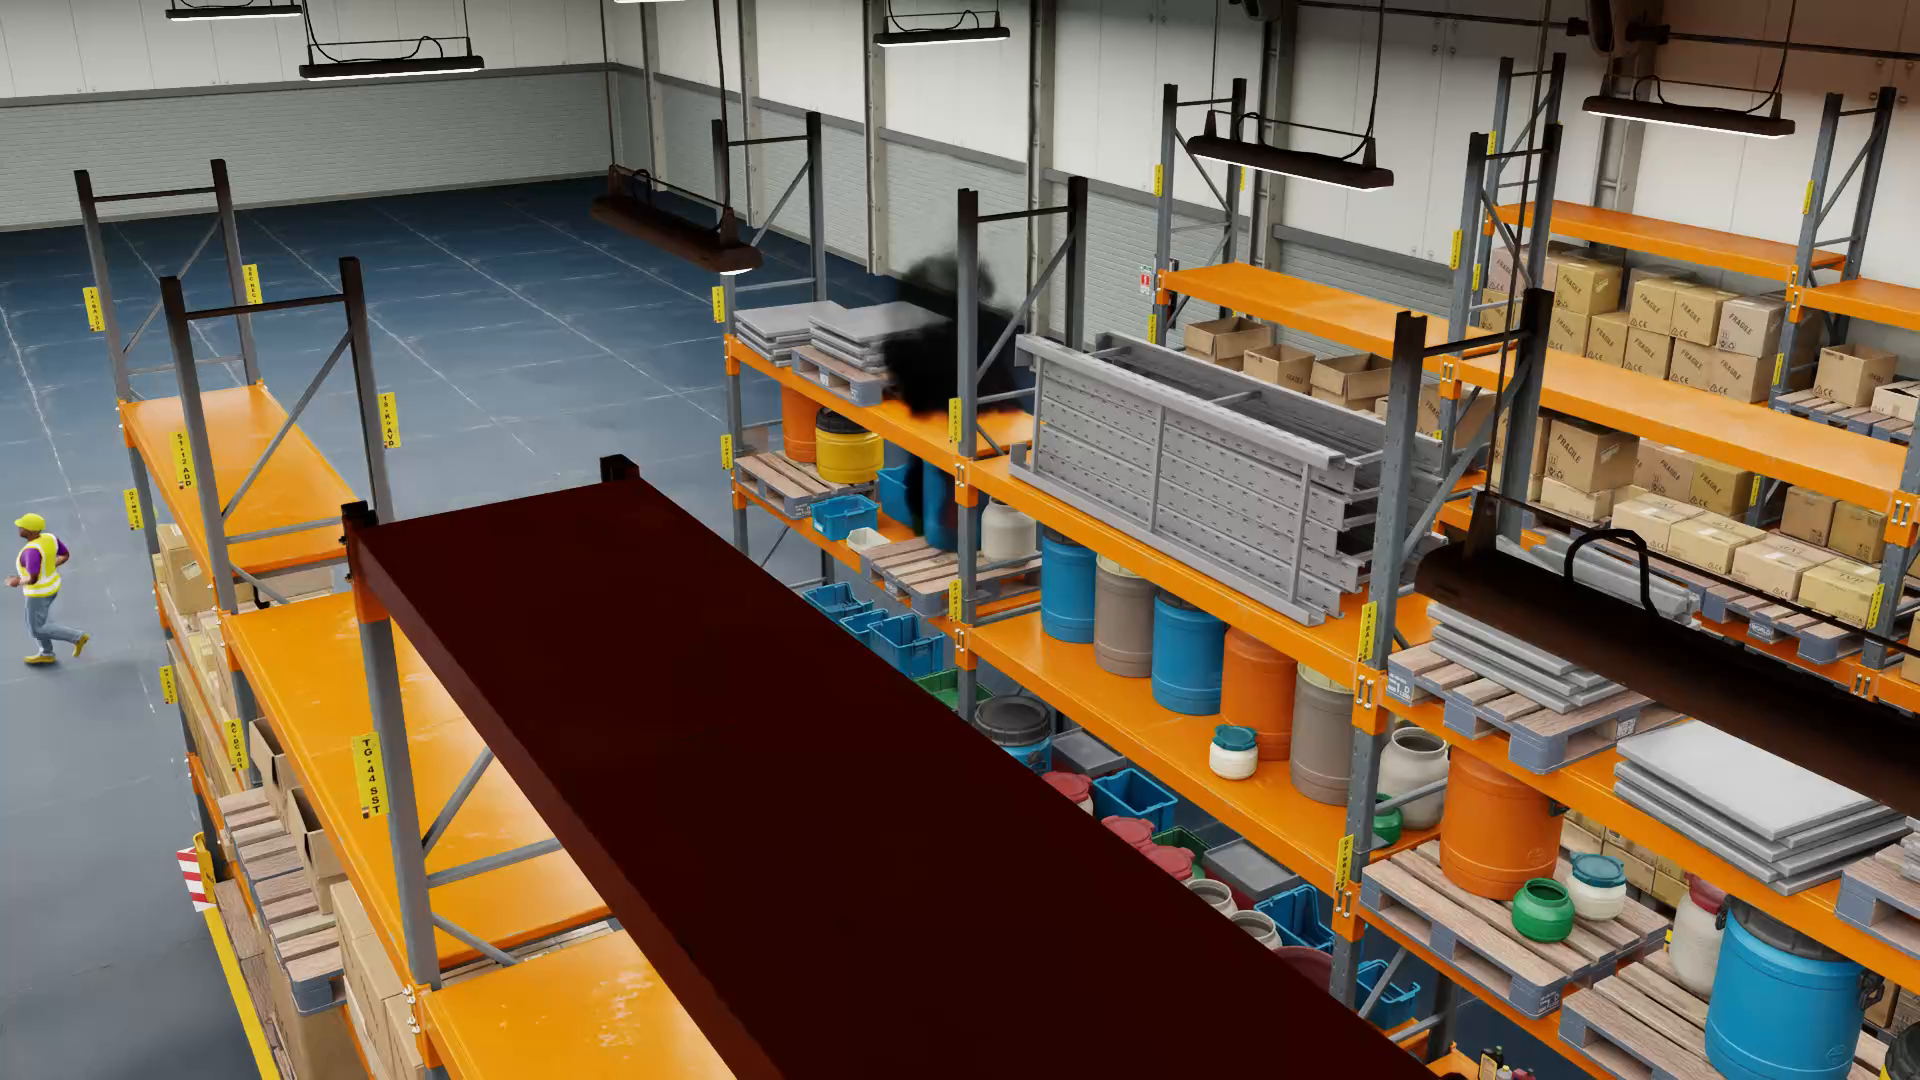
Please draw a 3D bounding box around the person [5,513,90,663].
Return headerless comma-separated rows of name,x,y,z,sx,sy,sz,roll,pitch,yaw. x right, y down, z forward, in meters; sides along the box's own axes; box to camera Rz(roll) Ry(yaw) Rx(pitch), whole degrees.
person,-9.772,0.524,17.772,0.770,1.729,0.709,-2,22,-5
